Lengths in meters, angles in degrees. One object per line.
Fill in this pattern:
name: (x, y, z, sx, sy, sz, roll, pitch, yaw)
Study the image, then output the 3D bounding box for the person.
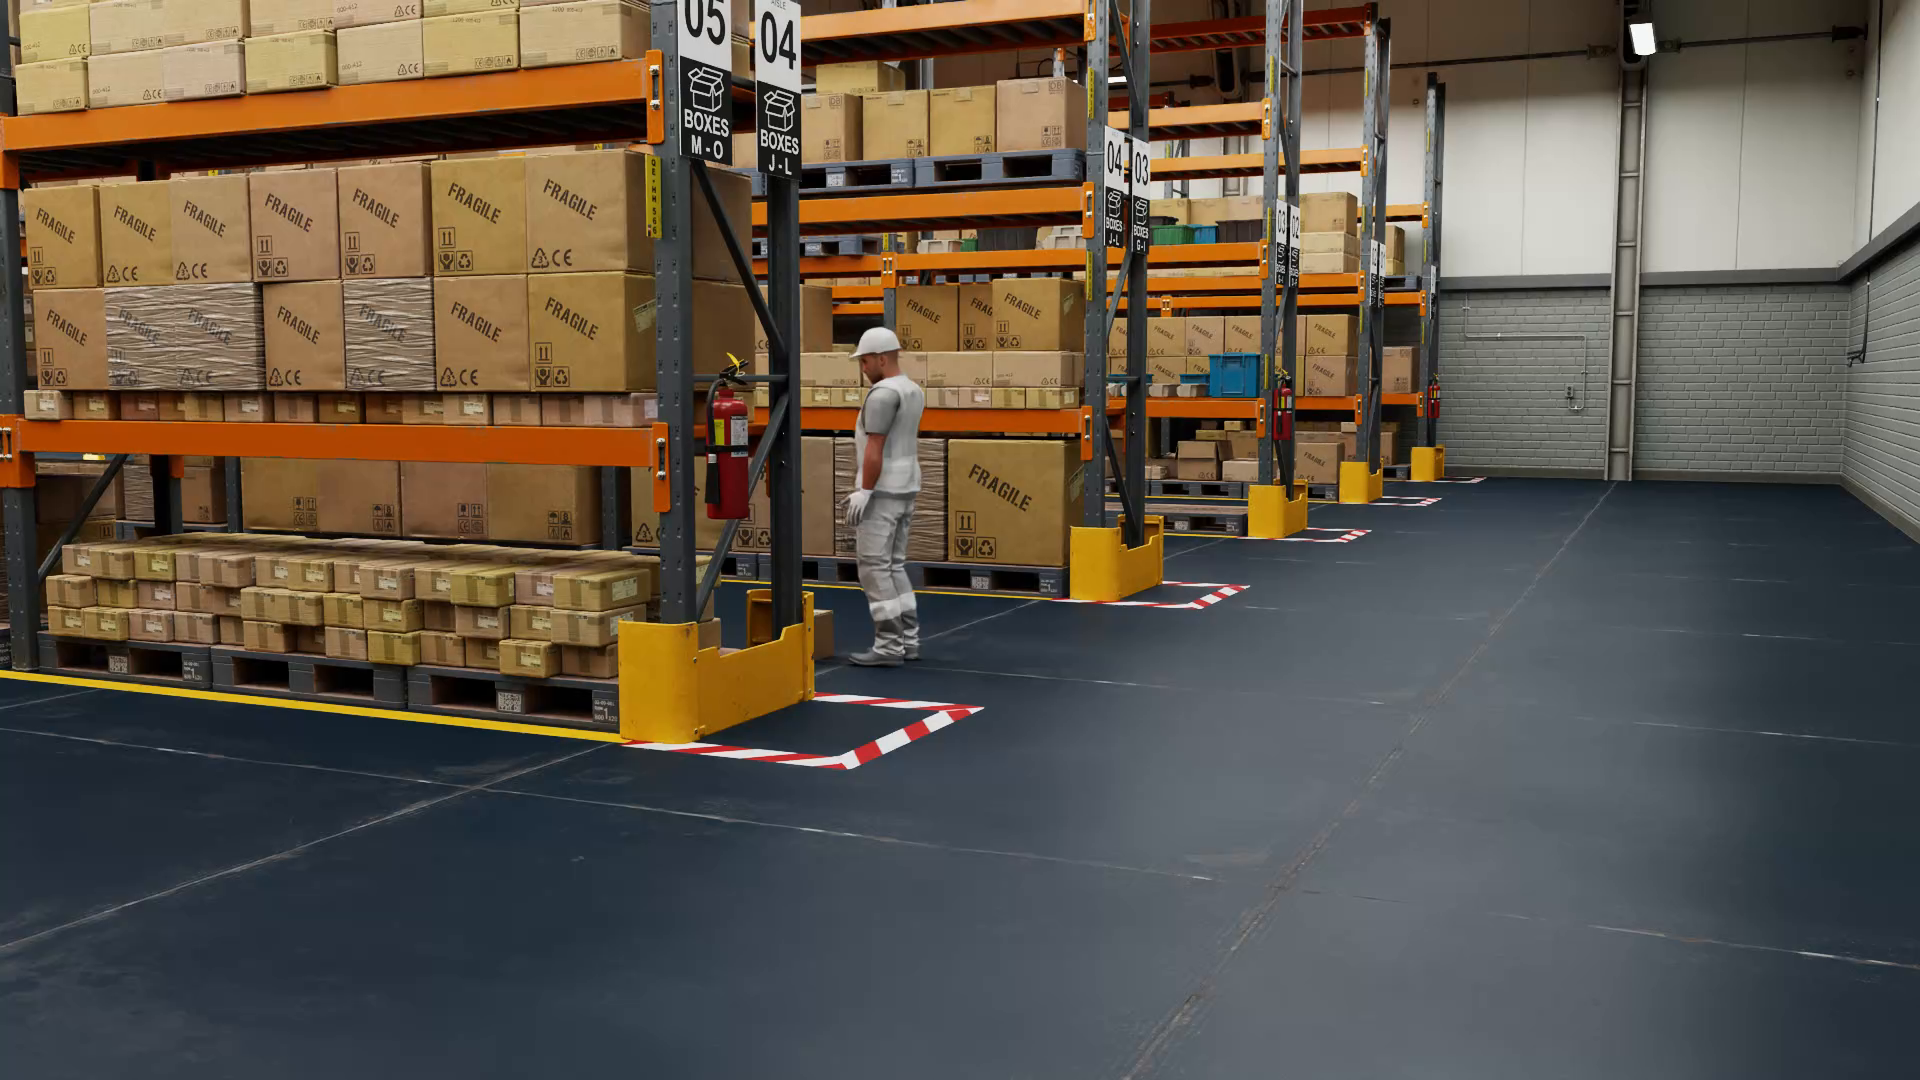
person: (-0.401, -0.226, 8.781, 0.364, 1.778, 0.529, 2, 6, 18)
